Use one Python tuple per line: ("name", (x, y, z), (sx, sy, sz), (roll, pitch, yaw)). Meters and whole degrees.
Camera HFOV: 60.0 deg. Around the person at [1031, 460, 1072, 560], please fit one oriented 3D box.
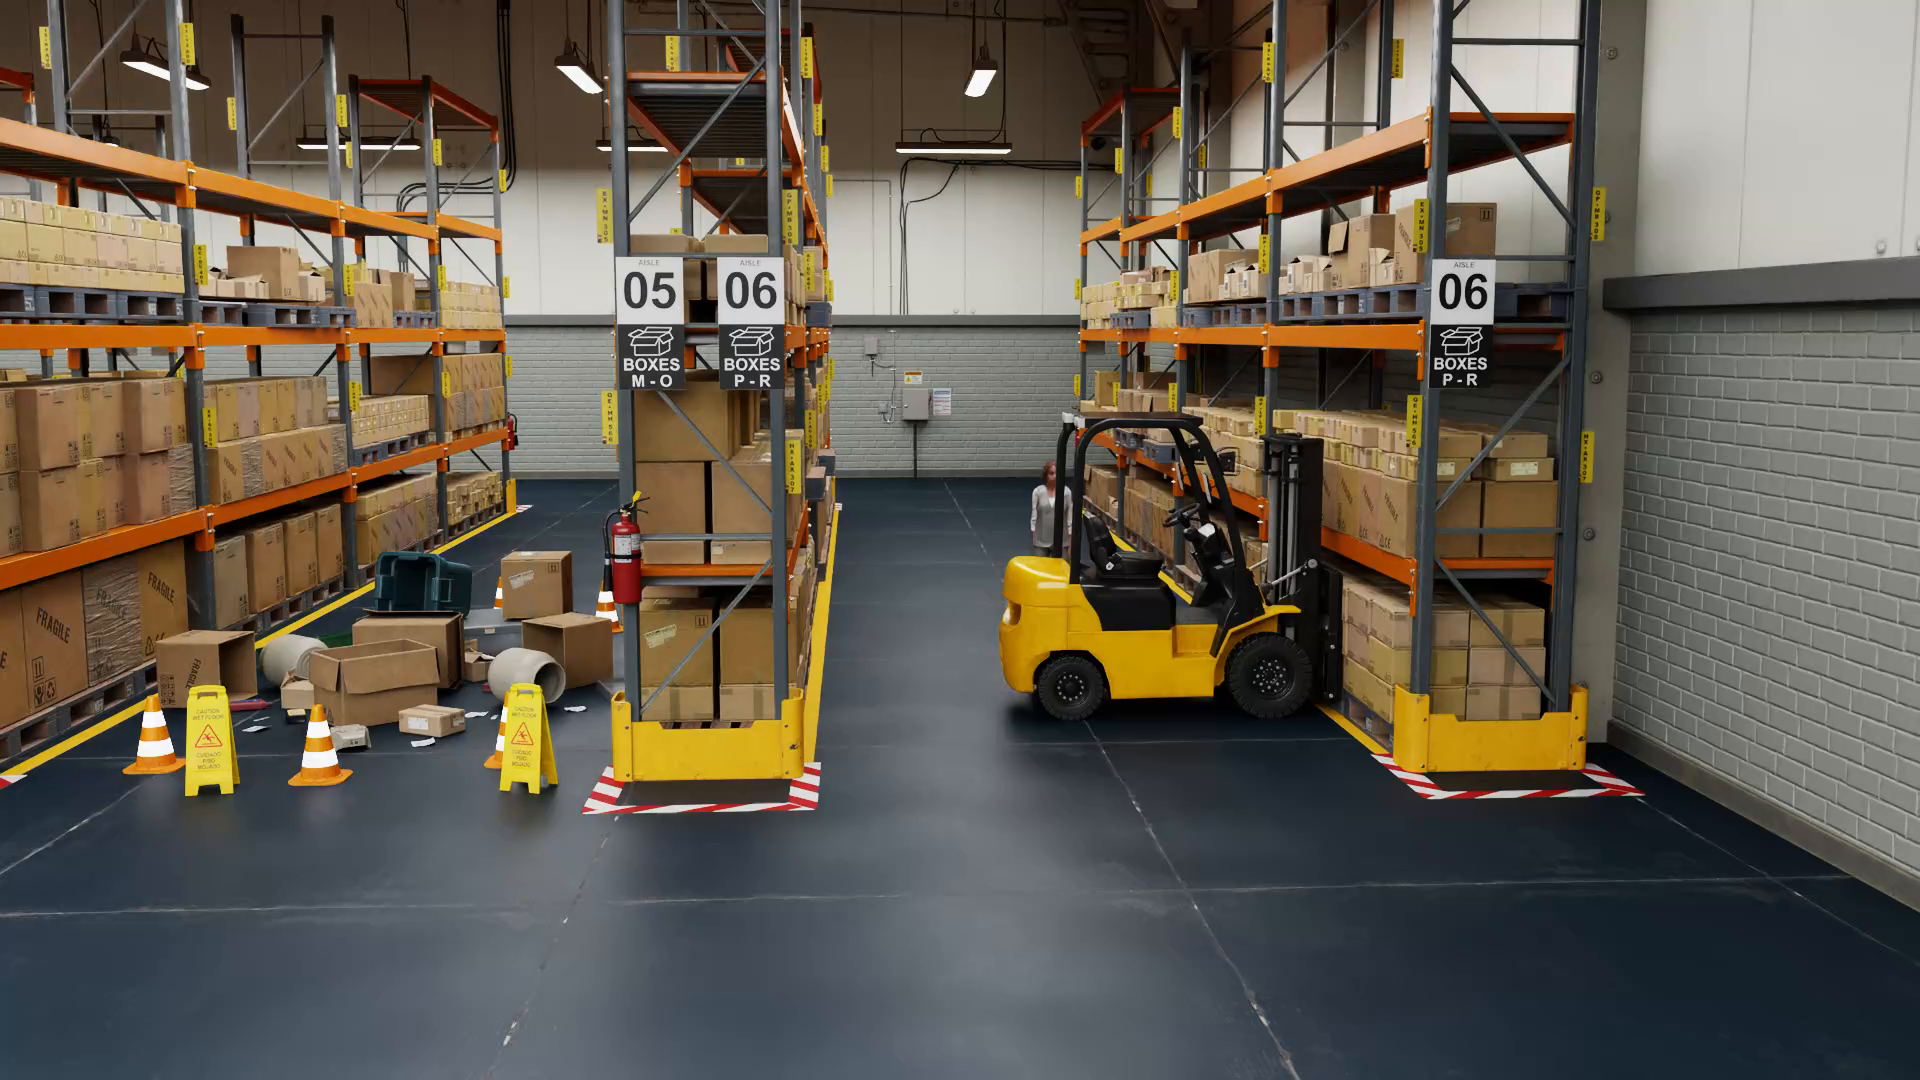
("person", (0.852, 0.064, 15.284), (0.404, 1.599, 0.307), (0, 7, -2))
